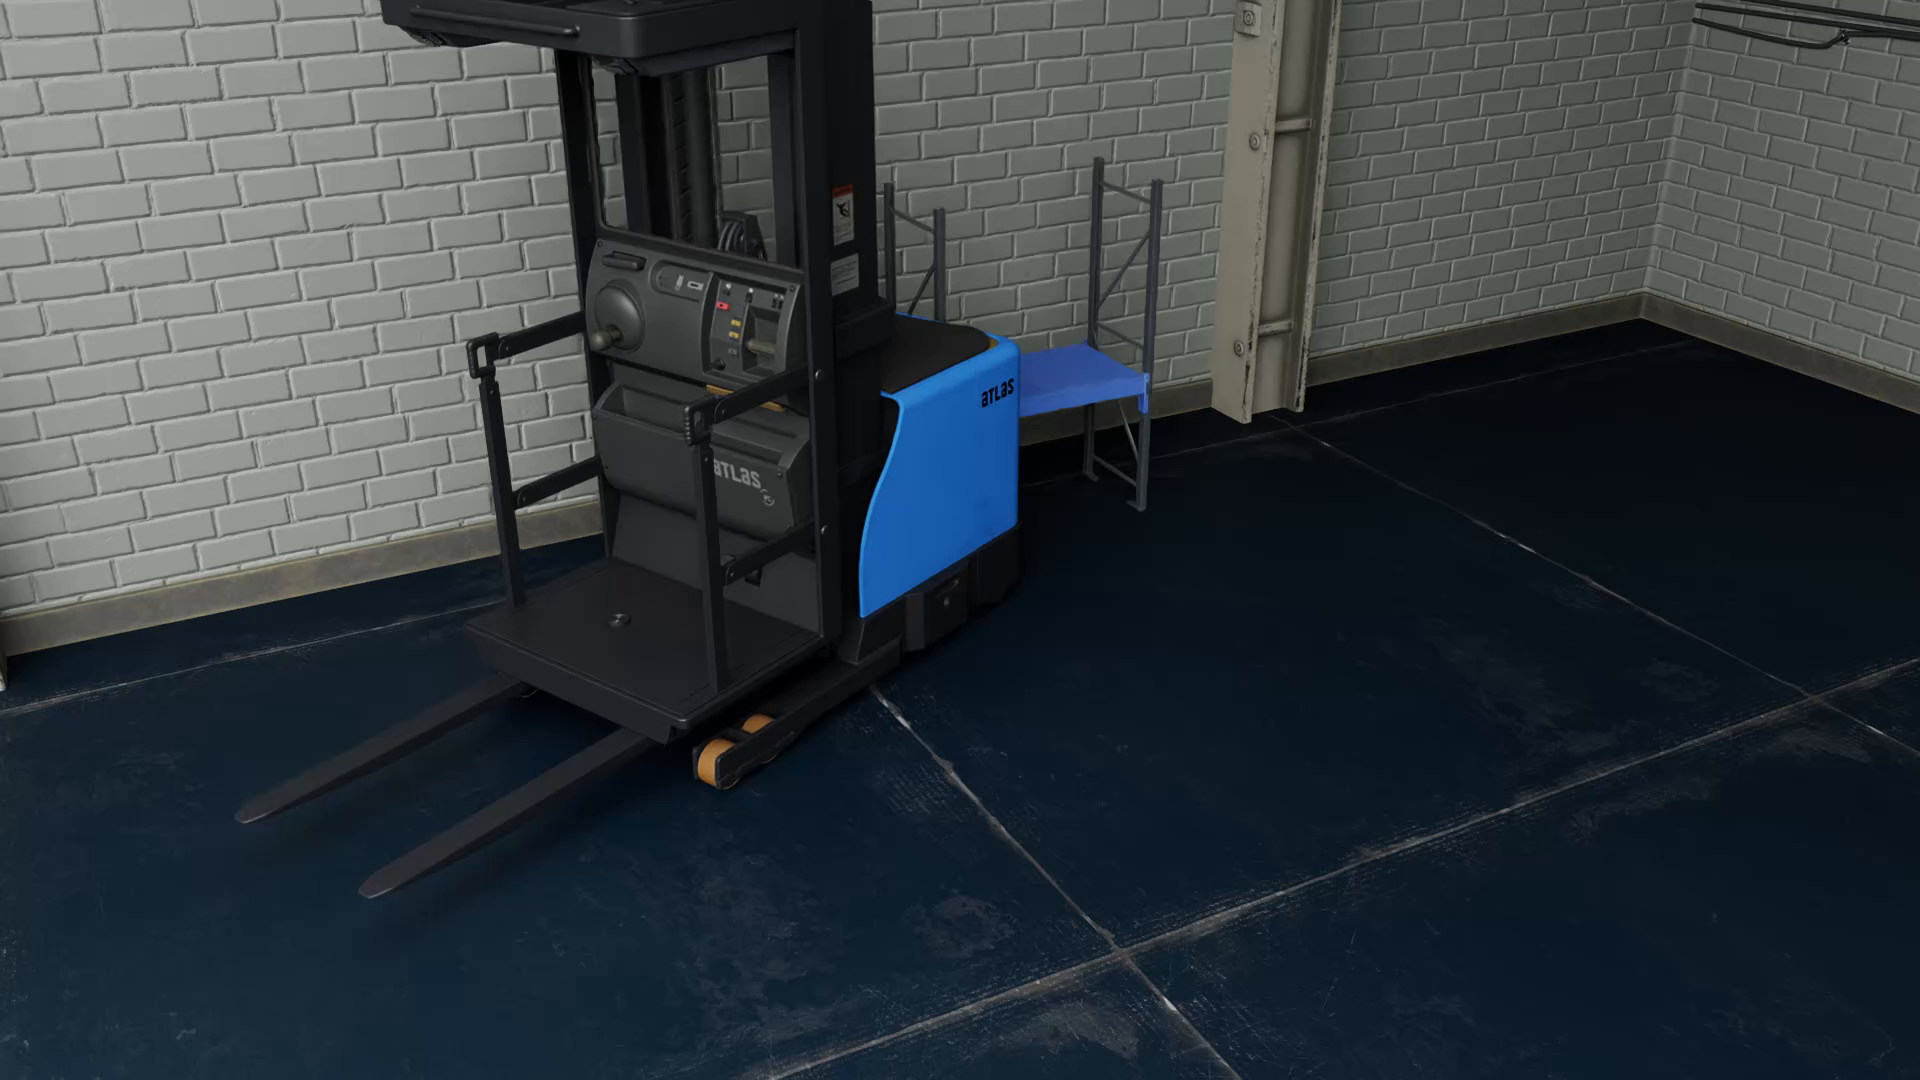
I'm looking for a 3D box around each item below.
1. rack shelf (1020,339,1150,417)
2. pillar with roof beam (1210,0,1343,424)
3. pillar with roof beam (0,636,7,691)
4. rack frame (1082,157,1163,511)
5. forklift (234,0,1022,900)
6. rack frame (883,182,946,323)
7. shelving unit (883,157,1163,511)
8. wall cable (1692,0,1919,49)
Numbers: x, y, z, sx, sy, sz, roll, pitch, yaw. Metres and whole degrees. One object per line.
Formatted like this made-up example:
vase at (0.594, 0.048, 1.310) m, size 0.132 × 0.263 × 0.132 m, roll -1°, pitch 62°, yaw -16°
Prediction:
rack shelf at (0.263, -0.641, 7.267) m, size 1.000 × 0.185 × 0.538 m, roll -13°, pitch 28°, yaw -25°
pillar with roof beam at (3.572, -3.105, 3.319) m, size 0.400 × 9.000 × 9.100 m, roll -13°, pitch 29°, yaw -25°
pillar with roof beam at (-1.722, -1.882, 0.774) m, size 0.400 × 9.000 × 9.100 m, roll -13°, pitch 29°, yaw -25°
rack frame at (0.713, -0.905, 7.403) m, size 0.032 × 1.500 × 0.500 m, roll -13°, pitch 28°, yaw -25°
forklift at (-1.026, -0.732, 5.388) m, size 1.130 × 2.935 × 3.031 m, roll 18°, pitch 31°, yaw 32°
rack frame at (-0.186, -0.700, 6.976) m, size 0.032 × 1.500 × 0.500 m, roll -13°, pitch 28°, yaw -25°
shelving unit at (0.263, -0.803, 7.189) m, size 1.048 × 1.500 × 0.538 m, roll -13°, pitch 28°, yaw -25°
wall cable at (4.768, -3.444, 7.613) m, size 0.112 × 2.526 × 3.097 m, roll -13°, pitch 29°, yaw -25°
